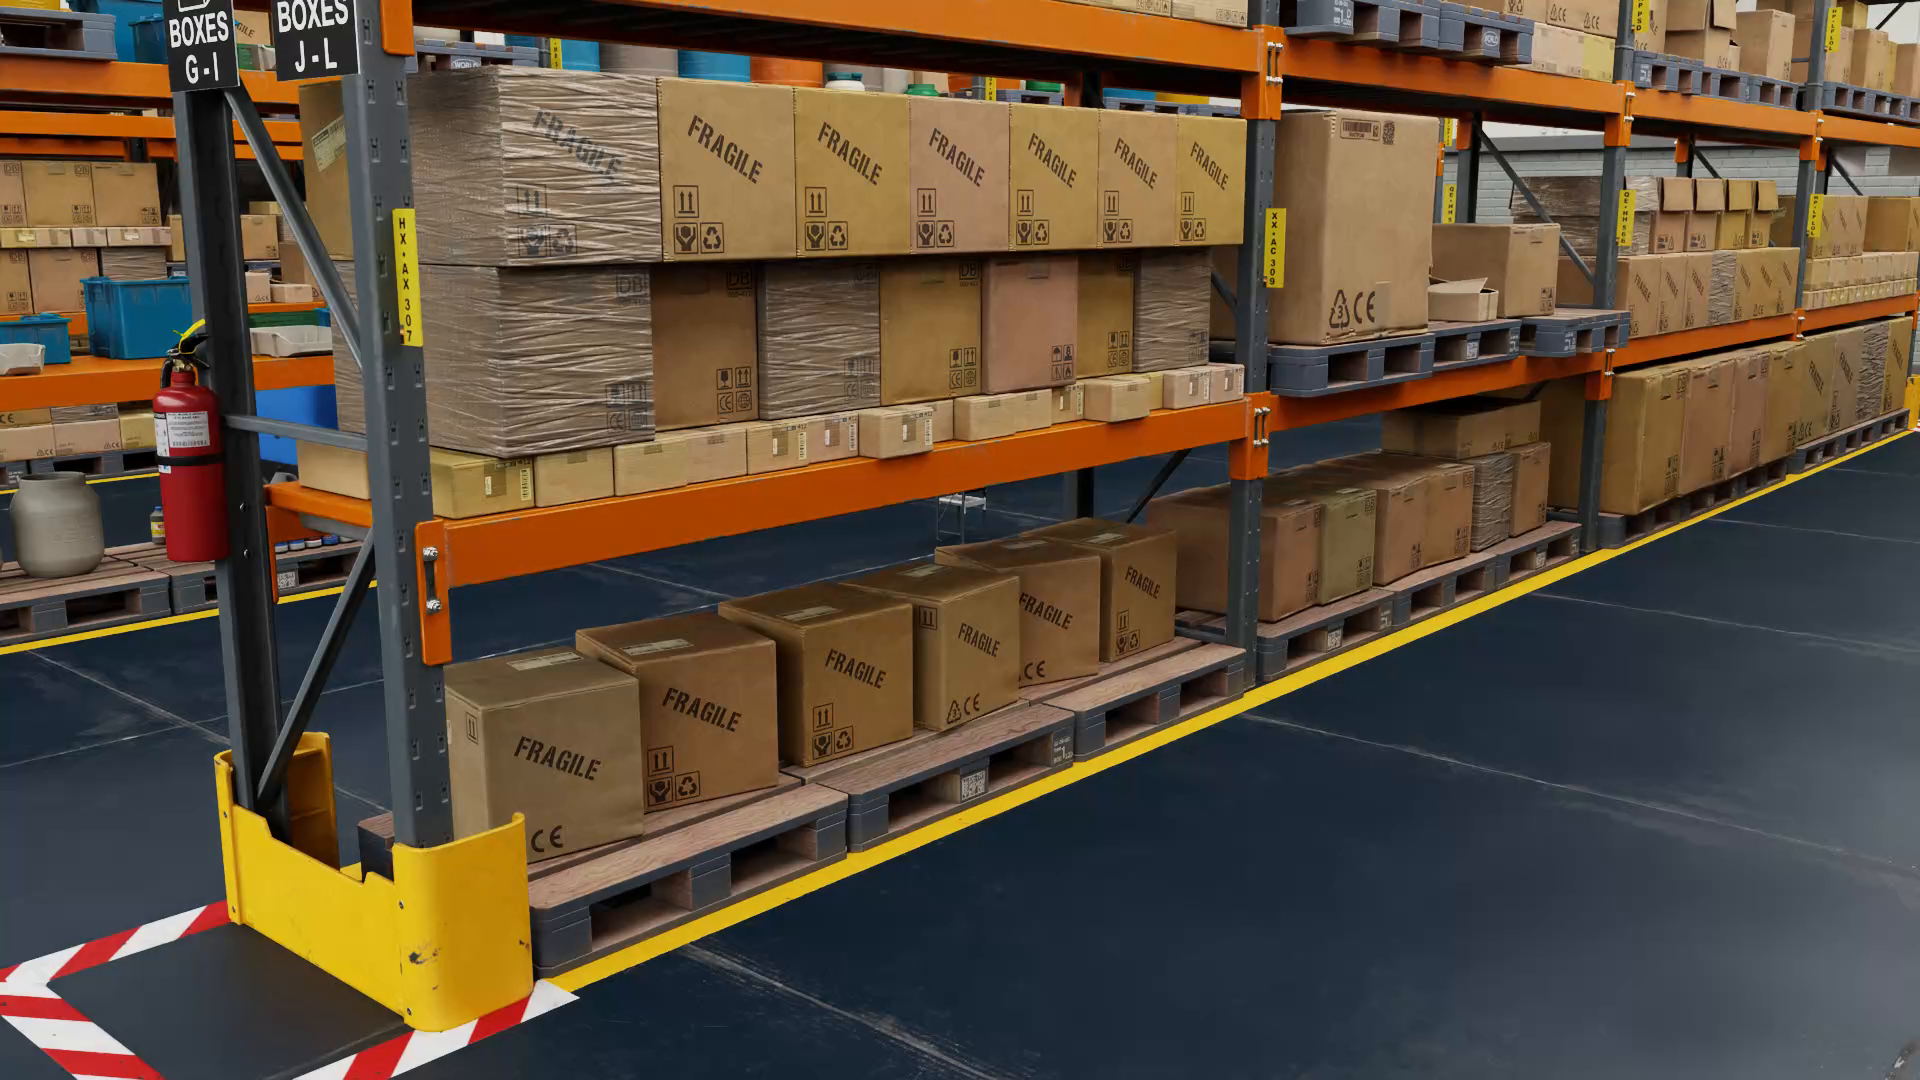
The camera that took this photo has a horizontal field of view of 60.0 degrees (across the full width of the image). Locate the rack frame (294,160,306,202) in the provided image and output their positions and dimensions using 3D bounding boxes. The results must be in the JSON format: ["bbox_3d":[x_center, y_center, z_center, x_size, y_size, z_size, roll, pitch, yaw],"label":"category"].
[{"bbox_3d":[-7.622,-3.376,19.954,1.000,3.000,0.127,10,15,40],"label":"rack frame"}]

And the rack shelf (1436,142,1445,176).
[{"bbox_3d":[3.781,-4.096,17.738,1.077,0.370,4.000,10,15,40],"label":"rack shelf"}]

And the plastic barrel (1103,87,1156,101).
[{"bbox_3d":[1.449,-4.335,14.748,0.600,0.901,0.708,10,15,40],"label":"plastic barrel"}]

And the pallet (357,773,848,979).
[{"bbox_3d":[-1.127,0.964,5.347,1.003,0.211,1.213,10,15,40],"label":"pallet"}]

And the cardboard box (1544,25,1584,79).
[{"bbox_3d":[3.094,-2.676,9.173,0.500,0.250,0.500,10,15,40],"label":"cardboard box"}]

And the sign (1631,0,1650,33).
[{"bbox_3d":[3.947,-3.109,9.638,0.100,0.325,0.005,10,15,40],"label":"sign"}]

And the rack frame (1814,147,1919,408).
[{"bbox_3d":[8.822,-2.632,16.228,1.000,3.000,0.127,10,15,40],"label":"rack frame"}]

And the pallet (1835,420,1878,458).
[{"bbox_3d":[7.547,-0.958,14.967,1.003,0.211,1.213,10,15,40],"label":"pallet"}]

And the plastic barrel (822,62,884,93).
[{"bbox_3d":[-0.885,-3.719,12.734,0.600,0.901,0.600,0,11,0],"label":"plastic barrel"}]

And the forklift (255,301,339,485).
[{"bbox_3d":[-3.990,-1.908,12.779,1.130,2.935,3.031,10,15,41],"label":"forklift"}]

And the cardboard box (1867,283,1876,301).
[{"bbox_3d":[7.825,-2.189,14.651,0.380,0.149,0.250,10,15,41],"label":"cardboard box"}]

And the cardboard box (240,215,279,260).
[{"bbox_3d":[-8.273,-3.484,19.120,0.700,0.500,0.500,8,14,35],"label":"cardboard box"}]

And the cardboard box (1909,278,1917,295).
[{"bbox_3d":[8.834,-2.413,15.777,0.380,0.149,0.250,10,15,41],"label":"cardboard box"}]

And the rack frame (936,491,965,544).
[{"bbox_3d":[-0.062,-0.428,10.554,0.240,0.900,0.006,10,15,40],"label":"rack frame"}]

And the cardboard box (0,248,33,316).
[{"bbox_3d":[-7.504,-1.979,12.704,0.700,0.500,0.500,10,15,41],"label":"cardboard box"}]

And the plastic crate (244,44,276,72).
[{"bbox_3d":[-3.576,-2.560,8.883,0.243,0.136,0.396,10,15,40],"label":"plastic crate"}]

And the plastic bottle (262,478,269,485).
[{"bbox_3d":[-4.193,-0.240,9.896,0.144,0.351,0.185,11,15,43],"label":"plastic bottle"}]

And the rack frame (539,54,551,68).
[{"bbox_3d":[-2.820,-1.506,10.595,1.000,3.000,0.127,10,15,40],"label":"rack frame"}]

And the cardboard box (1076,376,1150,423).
[{"bbox_3d":[0.516,-0.557,6.485,0.380,0.149,0.250,10,15,40],"label":"cardboard box"}]

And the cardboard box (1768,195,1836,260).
[{"bbox_3d":[6.690,-2.520,13.381,0.500,0.500,0.500,10,15,40],"label":"cardboard box"}]

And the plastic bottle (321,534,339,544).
[{"bbox_3d":[-3.604,-0.117,9.482,0.097,0.271,0.097,0,11,0],"label":"plastic bottle"}]

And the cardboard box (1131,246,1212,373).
[{"bbox_3d":[0.557,-1.003,7.058,0.875,0.500,0.500,10,15,40],"label":"cardboard box"}]

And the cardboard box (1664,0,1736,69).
[{"bbox_3d":[4.873,-3.485,11.509,0.797,0.503,0.637,10,15,40],"label":"cardboard box"}]

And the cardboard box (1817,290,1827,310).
[{"bbox_3d":[6.800,-1.959,13.502,0.380,0.149,0.250,9,14,38],"label":"cardboard box"}]

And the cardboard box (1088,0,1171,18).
[{"bbox_3d":[0.443,-2.087,6.227,0.500,0.250,0.500,10,15,42],"label":"cardboard box"}]

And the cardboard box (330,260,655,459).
[{"bbox_3d":[-1.356,-0.550,4.791,0.875,0.500,0.500,10,15,40],"label":"cardboard box"}]

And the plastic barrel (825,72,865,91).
[{"bbox_3d":[-0.844,-3.281,12.173,0.301,0.262,0.301,0,11,0],"label":"plastic barrel"}]

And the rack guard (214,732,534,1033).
[{"bbox_3d":[-1.690,0.937,4.743,1.175,0.500,0.348,10,15,40],"label":"rack guard"}]

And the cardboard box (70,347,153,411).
[{"bbox_3d":[-7.080,-1.345,13.820,0.500,0.500,0.500,10,15,40],"label":"cardboard box"}]

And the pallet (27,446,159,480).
[{"bbox_3d":[-7.095,-0.668,13.518,1.003,0.211,1.213,10,15,40],"label":"pallet"}]

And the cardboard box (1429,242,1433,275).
[{"bbox_3d":[1.975,-1.390,8.674,0.637,0.503,0.797,-10,15,-42],"label":"cardboard box"}]

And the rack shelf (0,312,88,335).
[{"bbox_3d":[-7.859,-1.500,12.401,1.077,0.370,4.000,10,15,40],"label":"rack shelf"}]

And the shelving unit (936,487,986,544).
[{"bbox_3d":[0.005,-0.442,10.629,0.258,0.900,0.210,10,15,40],"label":"shelving unit"}]

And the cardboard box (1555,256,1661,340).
[{"bbox_3d":[4.066,-1.540,10.507,0.500,0.500,0.500,10,15,42],"label":"cardboard box"}]

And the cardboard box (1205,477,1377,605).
[{"bbox_3d":[1.651,-0.011,8.368,0.700,0.500,0.500,10,15,40],"label":"cardboard box"}]

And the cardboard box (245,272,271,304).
[{"bbox_3d":[-6.246,-2.152,14.210,0.500,0.250,0.500,11,16,44],"label":"cardboard box"}]

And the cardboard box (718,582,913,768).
[{"bbox_3d":[-0.519,0.471,6.006,0.500,0.500,0.500,-10,15,-42],"label":"cardboard box"}]

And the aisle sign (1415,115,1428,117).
[{"bbox_3d":[5.369,-4.519,19.043,0.394,0.787,0.004,10,15,40],"label":"aisle sign"}]

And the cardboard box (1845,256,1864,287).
[{"bbox_3d":[7.358,-2.300,14.192,0.500,0.250,0.500,10,15,42],"label":"cardboard box"}]

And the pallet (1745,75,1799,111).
[{"bbox_3d":[5.613,-3.279,12.299,0.805,0.209,1.217,9,14,38],"label":"pallet"}]

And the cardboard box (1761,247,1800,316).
[{"bbox_3d":[6.078,-1.988,12.751,0.500,0.500,0.500,10,15,41],"label":"cardboard box"}]

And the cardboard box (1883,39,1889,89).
[{"bbox_3d":[7.752,-4.174,14.707,0.700,0.500,0.500,9,14,37],"label":"cardboard box"}]

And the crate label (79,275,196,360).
[{"bbox_3d":[-4.449,-1.241,9.176,0.502,0.435,0.616,10,15,40],"label":"crate label"}]

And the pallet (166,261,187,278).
[{"bbox_3d":[-8.897,-2.985,18.489,1.003,0.211,1.213,10,15,40],"label":"pallet"}]

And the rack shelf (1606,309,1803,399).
[{"bbox_3d":[4.861,-1.396,11.879,1.077,0.370,4.000,10,15,40],"label":"rack shelf"}]

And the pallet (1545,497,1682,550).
[{"bbox_3d":[4.118,-0.193,11.140,1.003,0.211,1.213,10,15,40],"label":"pallet"}]

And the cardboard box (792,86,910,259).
[{"bbox_3d":[-0.508,-1.155,5.267,0.500,0.500,0.500,10,15,40],"label":"cardboard box"}]

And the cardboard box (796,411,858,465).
[{"bbox_3d":[-0.553,-0.350,5.448,0.380,0.149,0.250,10,15,40],"label":"cardboard box"}]

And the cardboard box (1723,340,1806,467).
[{"bbox_3d":[5.774,-1.110,12.964,1.225,0.875,0.875,10,15,41],"label":"cardboard box"}]

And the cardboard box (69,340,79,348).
[{"bbox_3d":[-9.789,-1.888,17.763,0.700,0.500,0.500,10,15,42],"label":"cardboard box"}]
